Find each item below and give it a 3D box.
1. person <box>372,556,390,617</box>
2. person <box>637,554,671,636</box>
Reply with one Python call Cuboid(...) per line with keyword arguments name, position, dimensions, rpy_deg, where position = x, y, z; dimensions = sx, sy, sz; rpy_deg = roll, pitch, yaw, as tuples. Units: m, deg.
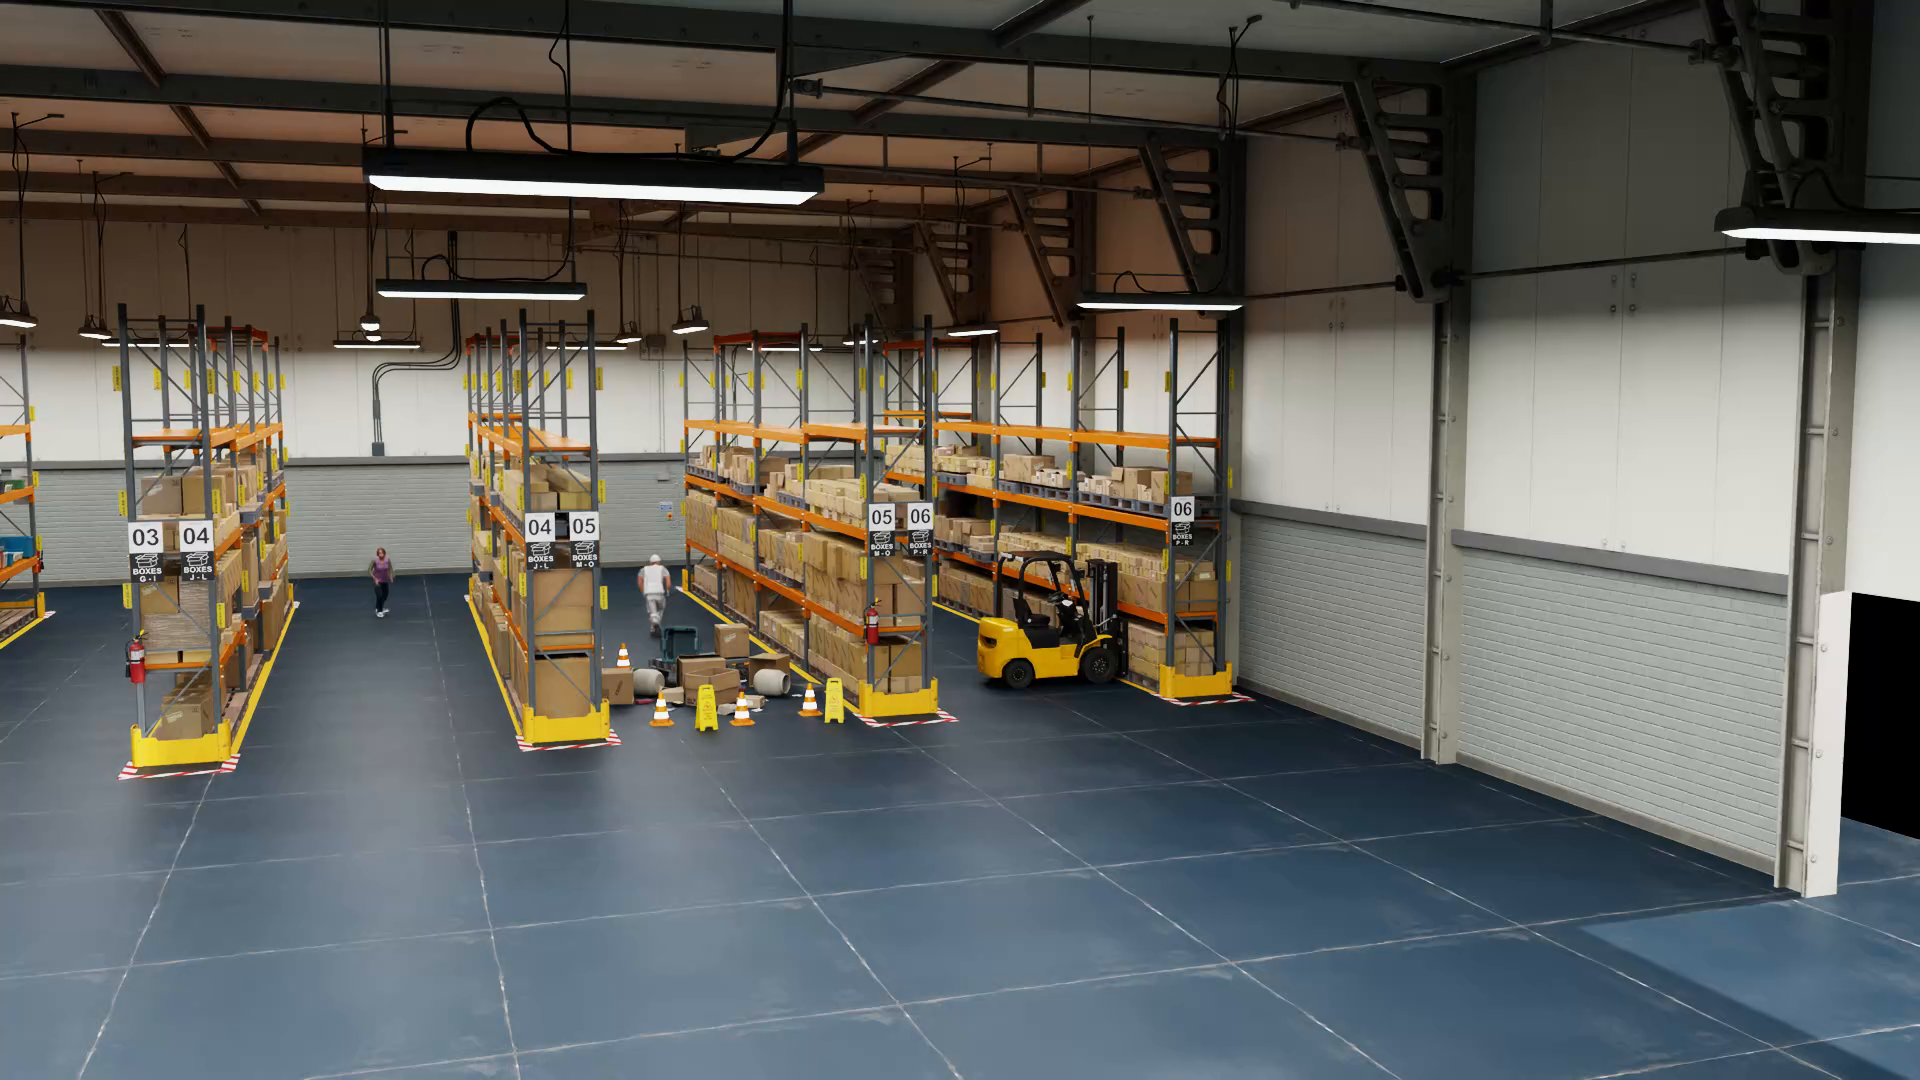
Cuboid(name="person", position=(-12.389, 0.979, 35.608), dimensions=(0.473, 1.315, 0.691), rpy_deg=(-5, 7, -43))
Cuboid(name="person", position=(-6.026, 1.118, 32.733), dimensions=(0.653, 1.597, 1.101), rpy_deg=(-1, 5, -8))
